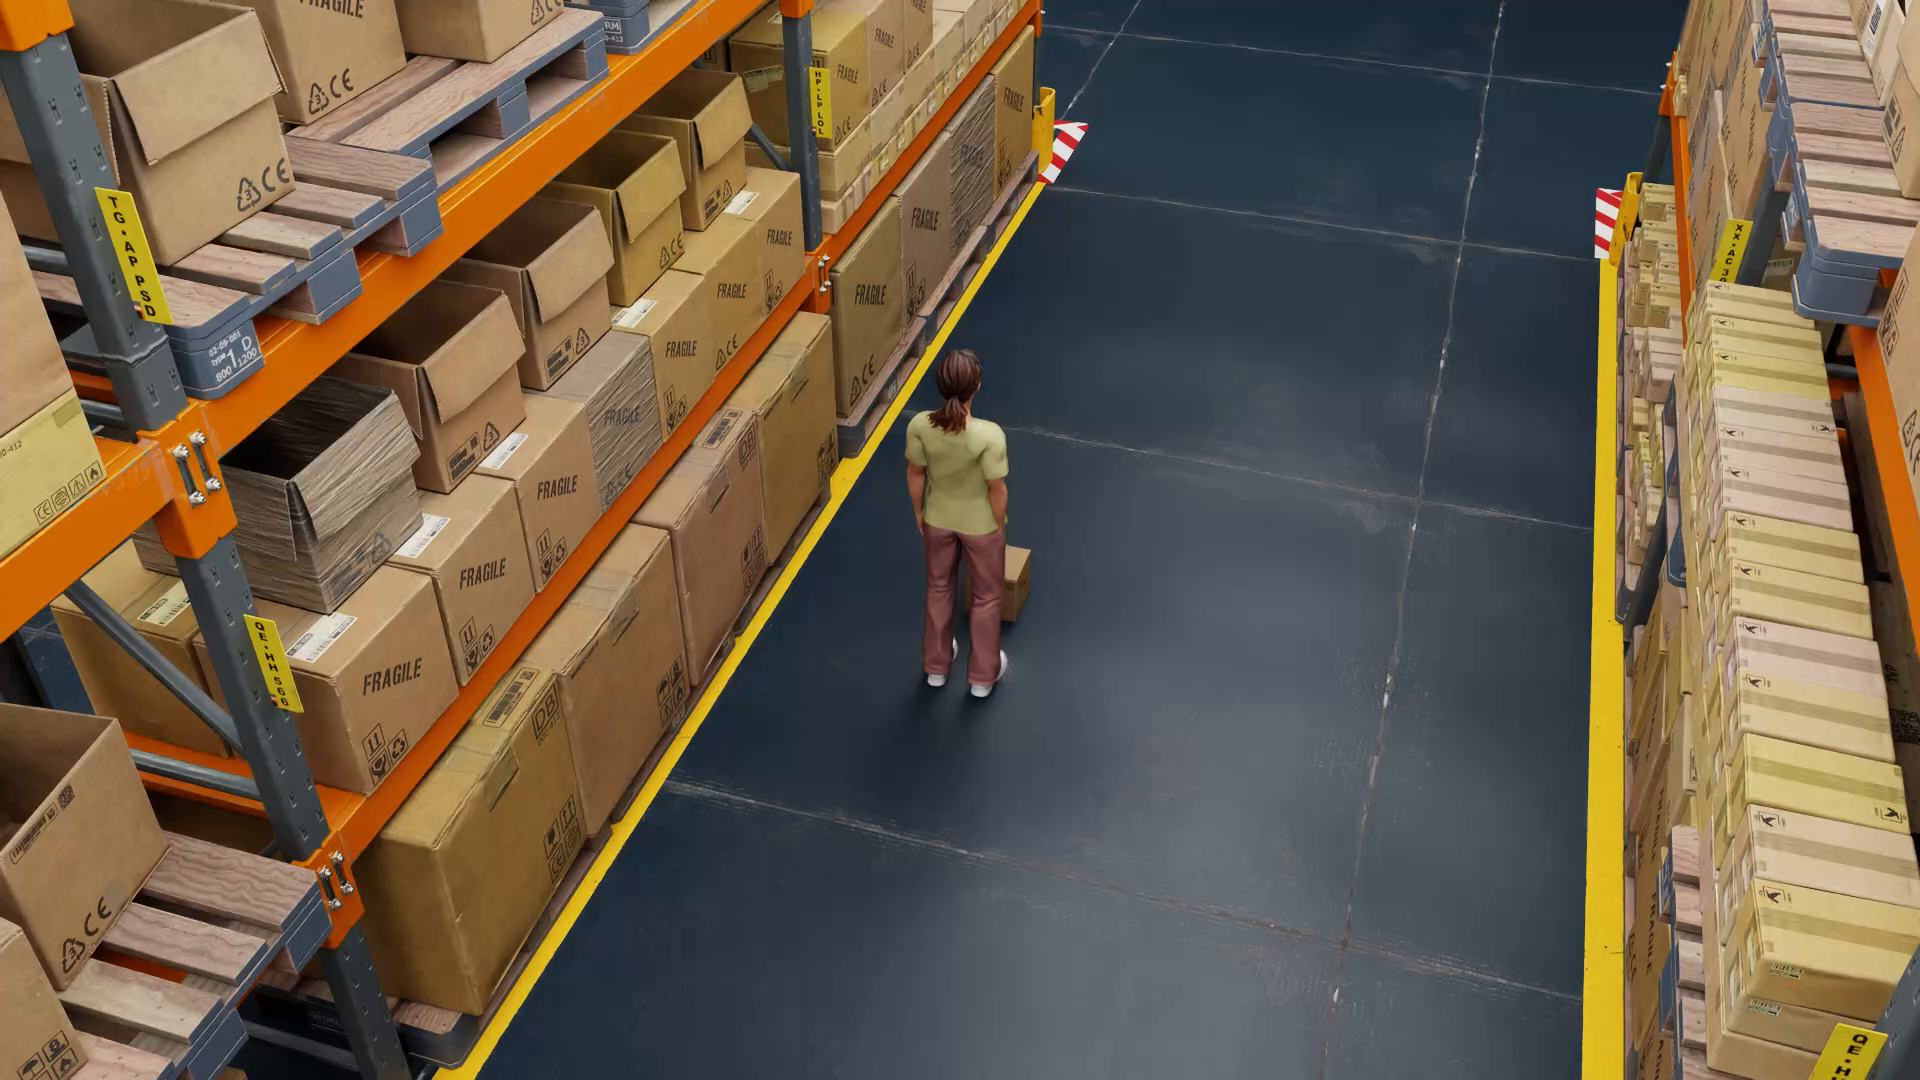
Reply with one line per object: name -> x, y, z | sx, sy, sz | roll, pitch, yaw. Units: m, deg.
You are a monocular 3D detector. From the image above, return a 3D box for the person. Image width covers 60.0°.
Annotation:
person -> -0.001, -0.064, 6.986 | 0.441, 1.670, 0.344 | 12, 39, 15
